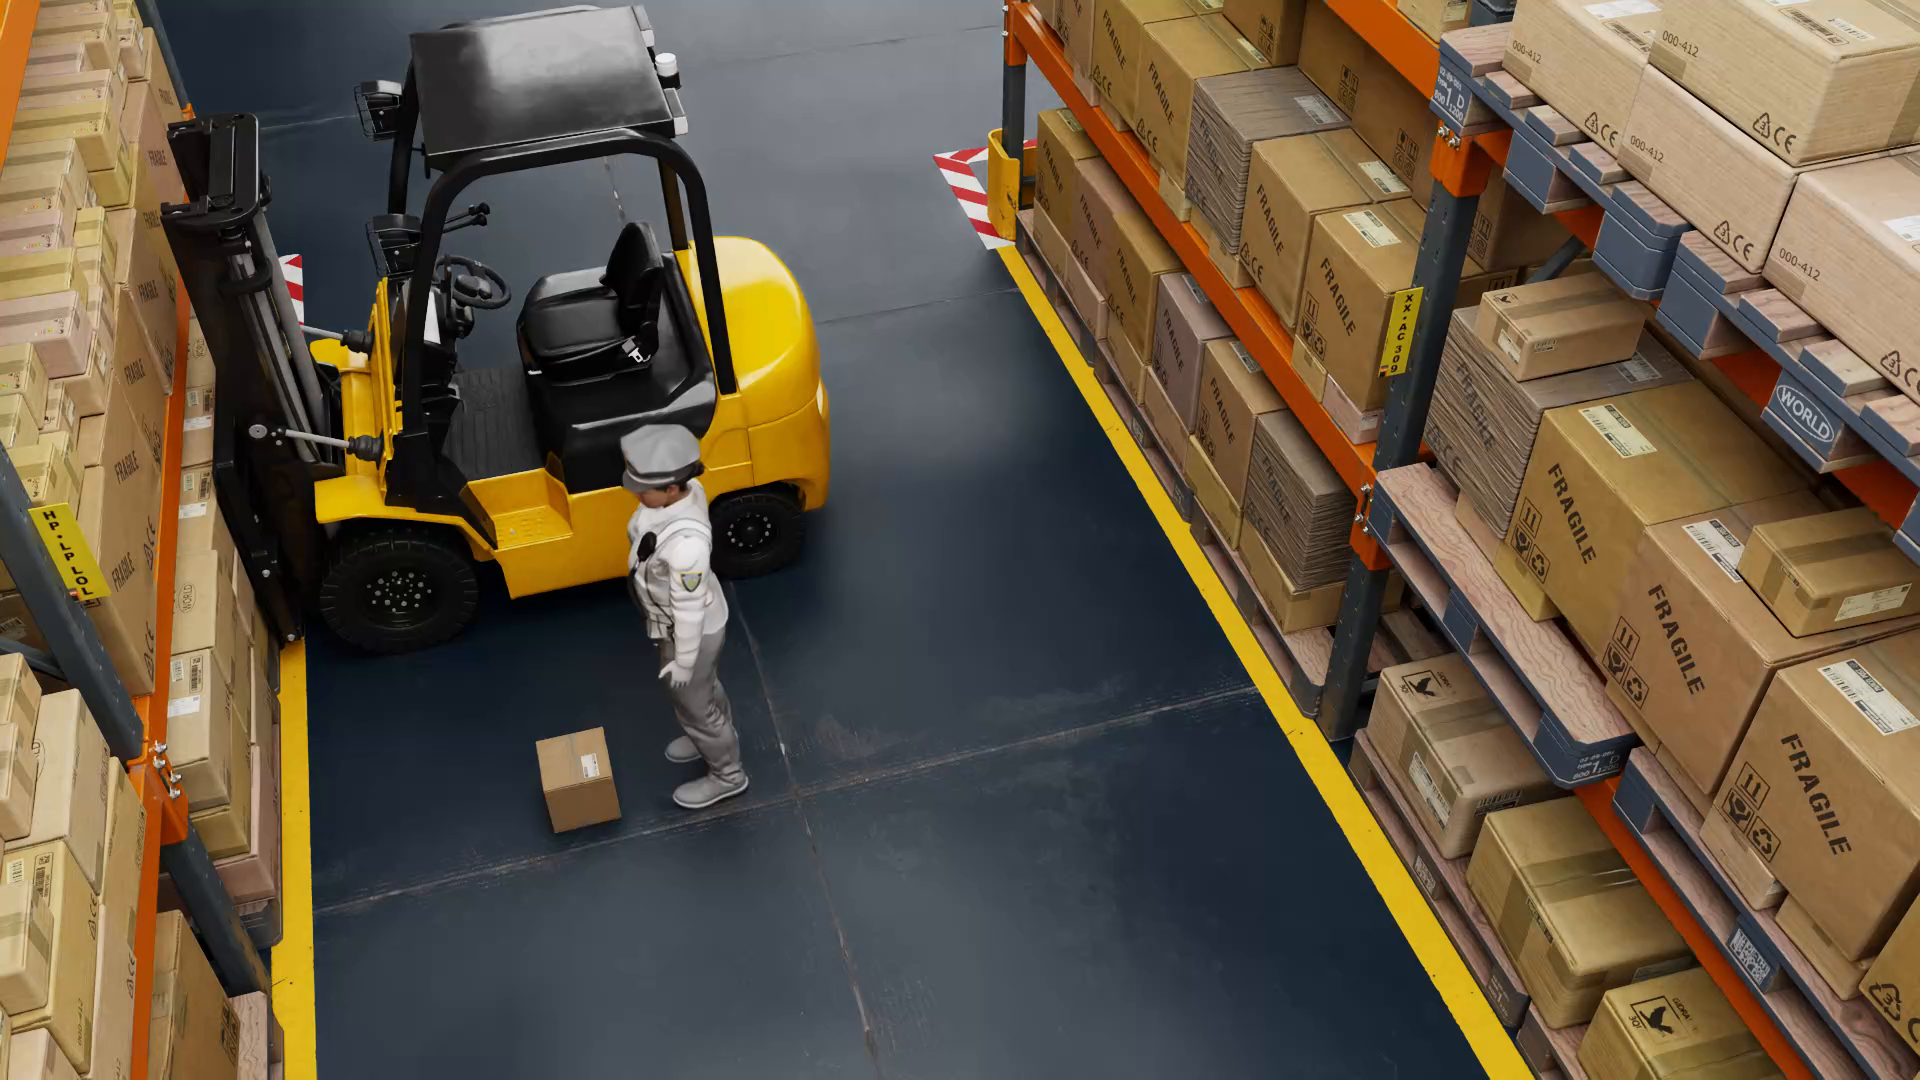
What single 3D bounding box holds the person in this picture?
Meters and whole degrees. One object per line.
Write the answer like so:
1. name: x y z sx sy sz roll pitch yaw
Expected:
1. person: -0.975 0.301 5.838 0.328 1.667 0.469 -11 44 -12
